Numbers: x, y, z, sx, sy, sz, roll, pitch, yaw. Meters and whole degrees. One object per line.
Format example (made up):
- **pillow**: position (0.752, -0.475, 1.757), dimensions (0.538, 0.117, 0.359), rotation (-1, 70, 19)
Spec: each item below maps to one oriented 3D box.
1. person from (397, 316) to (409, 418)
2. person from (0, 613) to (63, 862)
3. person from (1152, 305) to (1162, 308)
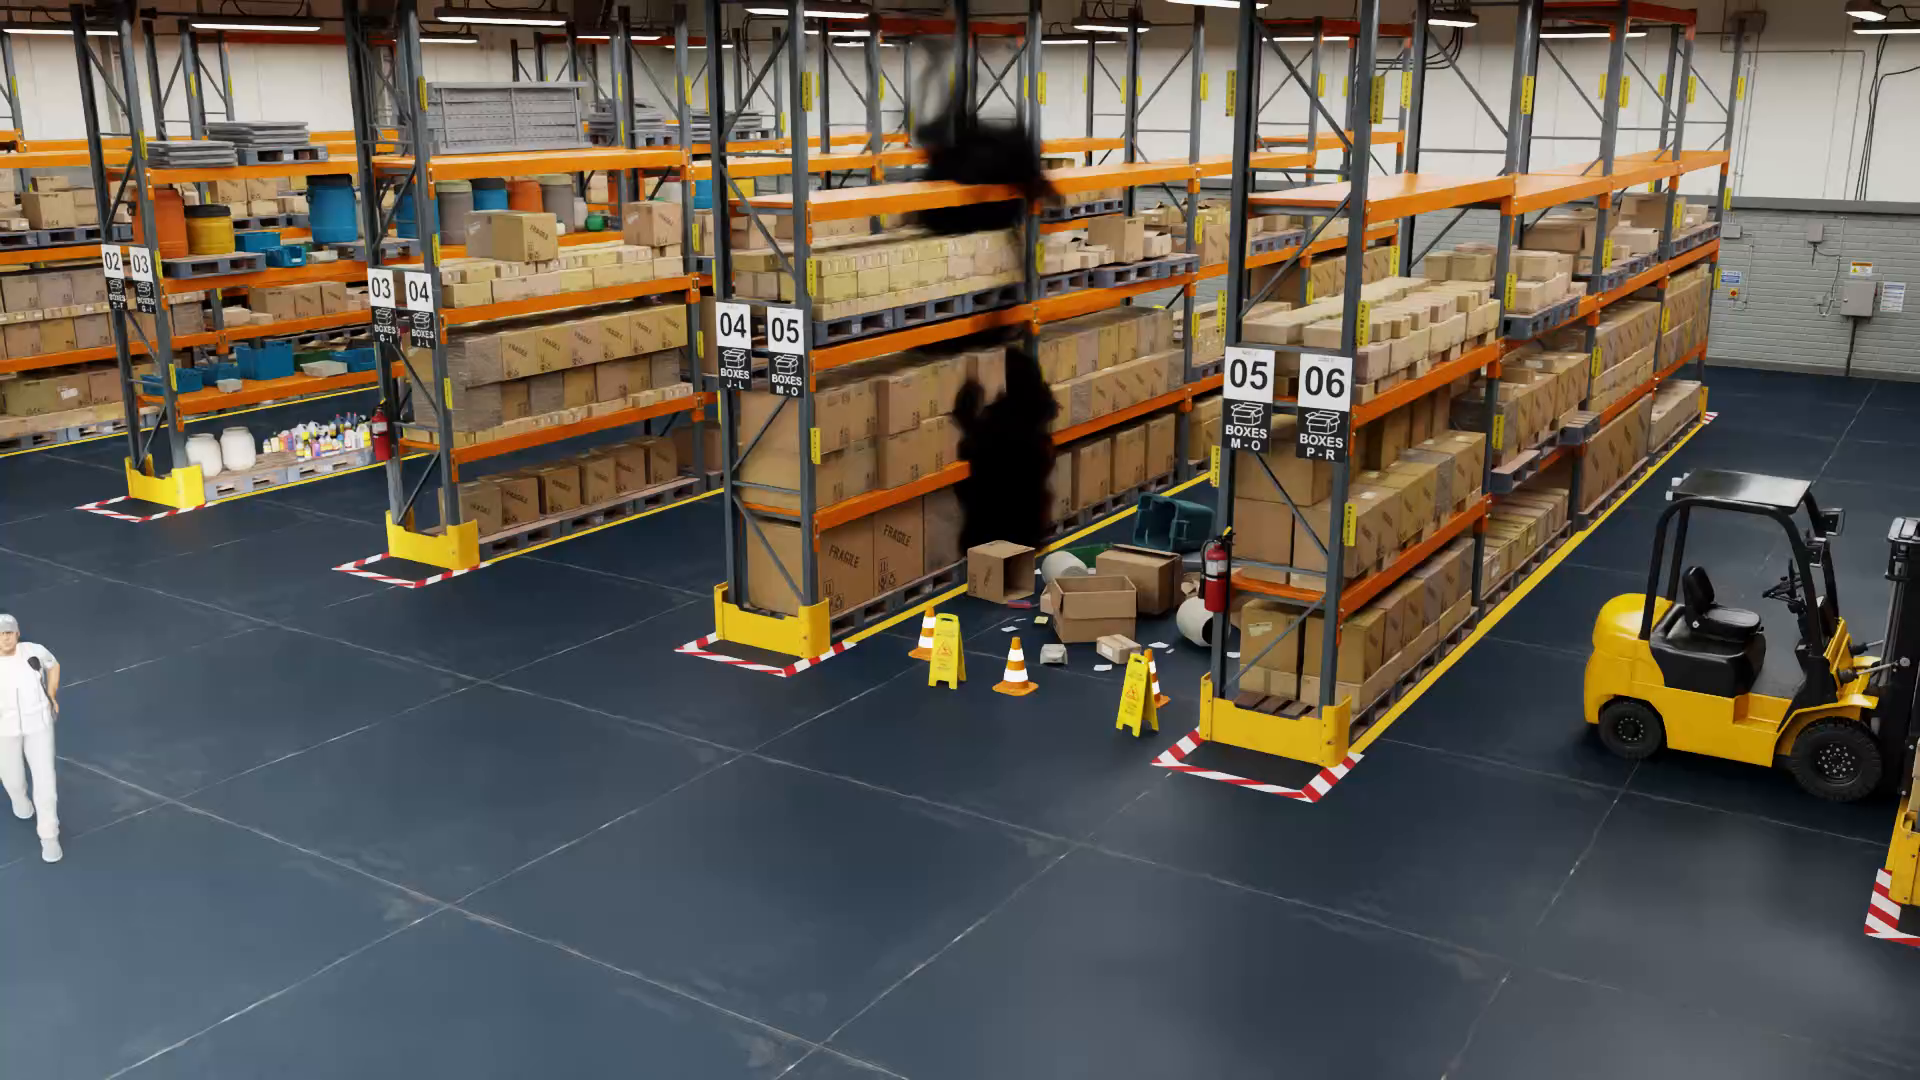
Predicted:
- **person**: position (-8.561, -2.827, 26.022), dimensions (0.678, 1.833, 0.918), rotation (6, 17, 22)
- **person**: position (-6.457, 1.299, 11.429), dimensions (0.609, 1.667, 0.921), rotation (-10, 18, -32)
- **person**: position (3.030, -2.748, 25.776), dimensions (0.707, 1.781, 0.969), rotation (10, 18, 32)
